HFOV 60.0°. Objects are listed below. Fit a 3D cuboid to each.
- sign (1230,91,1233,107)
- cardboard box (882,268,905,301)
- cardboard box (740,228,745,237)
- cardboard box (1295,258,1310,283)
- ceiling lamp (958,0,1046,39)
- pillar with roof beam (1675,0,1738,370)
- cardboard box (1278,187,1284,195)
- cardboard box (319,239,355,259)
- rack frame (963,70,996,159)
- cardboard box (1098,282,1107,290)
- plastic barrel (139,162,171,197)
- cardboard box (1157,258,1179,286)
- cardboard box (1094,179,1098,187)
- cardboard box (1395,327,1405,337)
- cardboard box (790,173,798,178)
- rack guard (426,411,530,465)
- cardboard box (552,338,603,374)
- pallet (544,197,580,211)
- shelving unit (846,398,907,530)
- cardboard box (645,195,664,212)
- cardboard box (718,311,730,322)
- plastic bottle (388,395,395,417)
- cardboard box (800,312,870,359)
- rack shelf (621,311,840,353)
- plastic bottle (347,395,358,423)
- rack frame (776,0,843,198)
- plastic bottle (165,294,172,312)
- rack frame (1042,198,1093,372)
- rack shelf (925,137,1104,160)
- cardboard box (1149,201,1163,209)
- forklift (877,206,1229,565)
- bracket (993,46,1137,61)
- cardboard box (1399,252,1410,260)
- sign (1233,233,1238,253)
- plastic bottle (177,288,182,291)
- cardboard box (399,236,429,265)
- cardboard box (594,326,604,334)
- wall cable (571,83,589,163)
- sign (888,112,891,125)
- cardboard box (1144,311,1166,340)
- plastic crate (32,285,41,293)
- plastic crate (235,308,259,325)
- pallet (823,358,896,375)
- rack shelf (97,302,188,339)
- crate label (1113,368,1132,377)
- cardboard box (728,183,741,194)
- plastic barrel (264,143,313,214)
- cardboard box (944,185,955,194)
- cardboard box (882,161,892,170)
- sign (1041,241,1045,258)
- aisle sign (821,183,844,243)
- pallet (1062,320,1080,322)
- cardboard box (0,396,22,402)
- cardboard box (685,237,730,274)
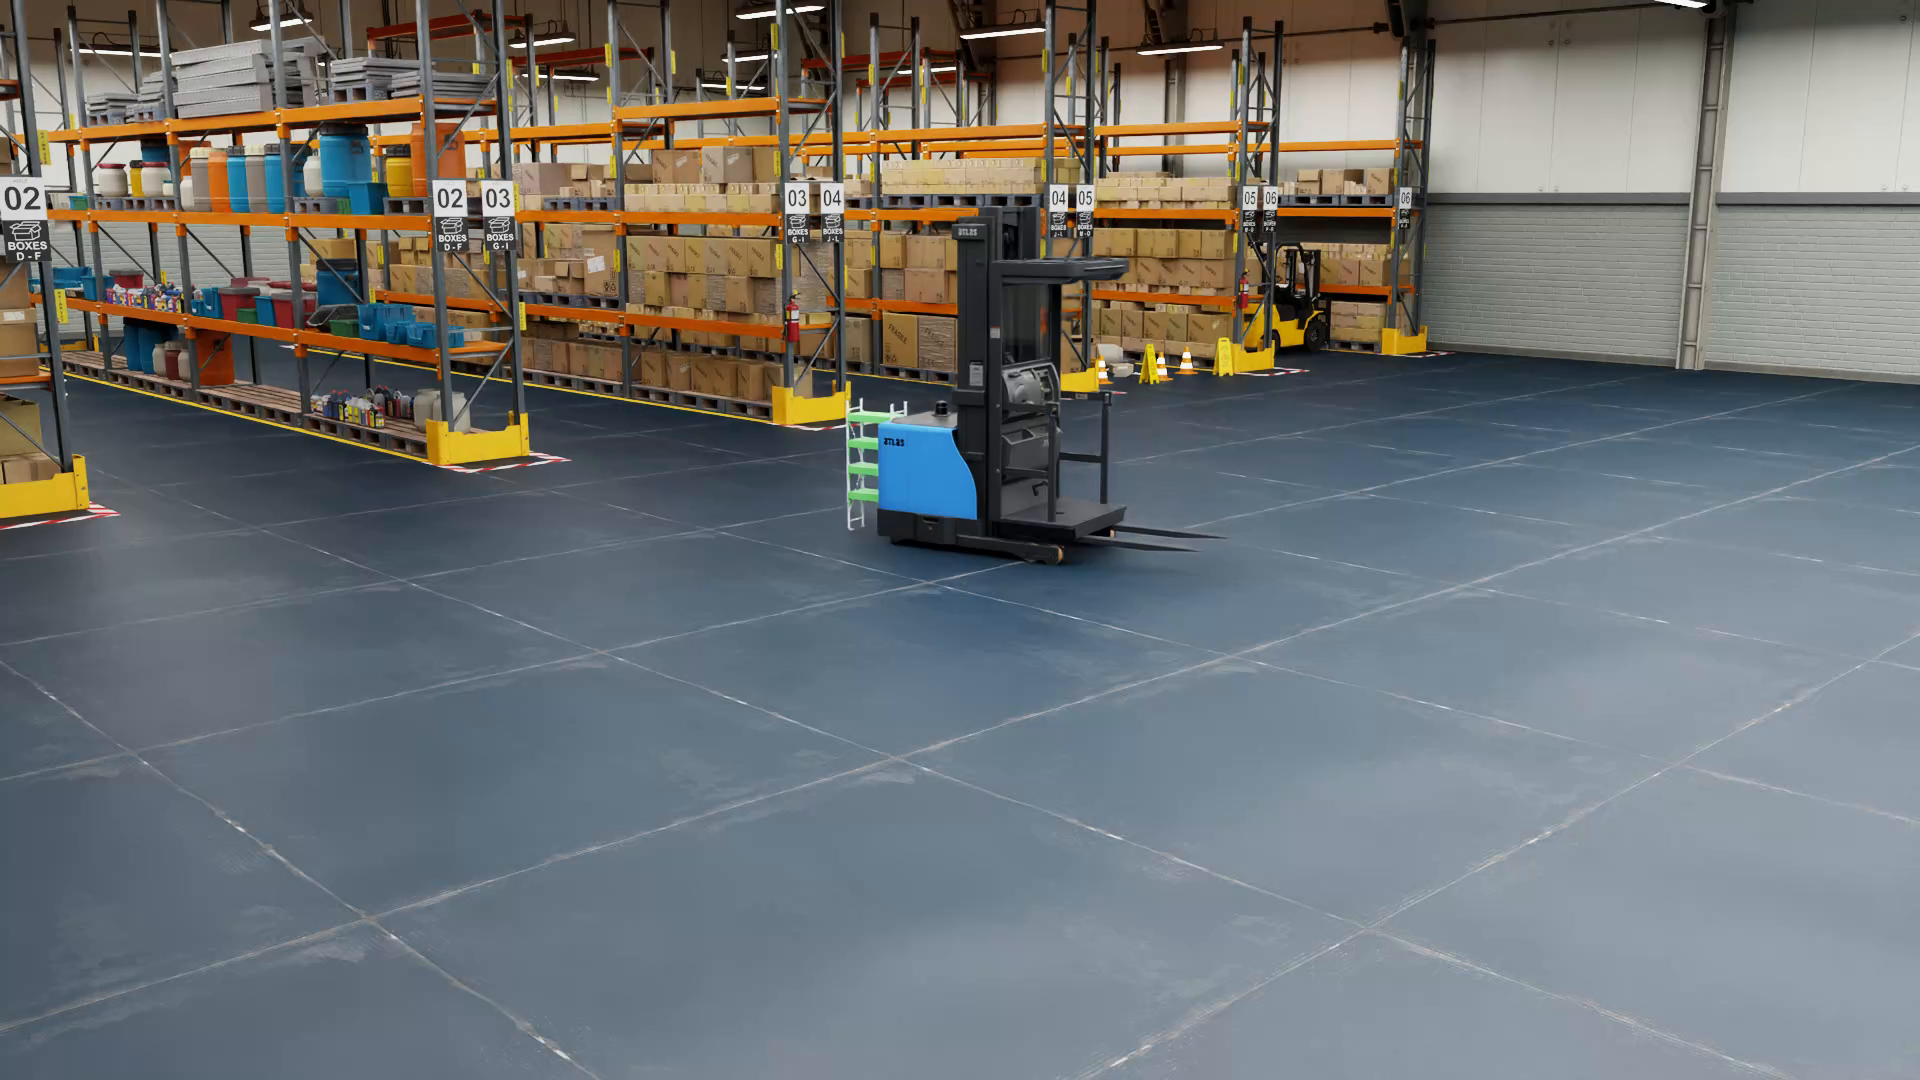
[{"bbox_3d":[5.625,-9.128,34.407,0.100,0.325,0.005,-11,16,-43],"label":"sign"},{"bbox_3d":[-0.825,-4.396,28.442,0.875,0.550,0.550,-11,16,-43],"label":"cardboard box"},{"bbox_3d":[-5.017,-7.111,39.266,0.500,0.500,0.500,-11,16,-43],"label":"cardboard box"},{"bbox_3d":[7.181,-5.495,33.902,0.500,0.500,0.500,-11,16,-42],"label":"cardboard box"},{"bbox_3d":[0.935,-10.552,29.363,0.800,3.185,2.000,-11,16,-43],"label":"ceiling lamp"},{"bbox_3d":[9.973,-6.877,25.992,9.100,9.000,0.548,-11,16,-43],"label":"pillar with roof beam"},{"bbox_3d":[6.630,-7.152,34.092,0.380,0.149,0.250,-10,15,-41],"label":"cardboard box"},{"bbox_3d":[-12.189,-5.633,32.597,0.500,0.500,0.500,11,16,44],"label":"cardboard box"},{"bbox_3d":[0.485,-9.877,40.551,1.000,3.000,0.127,-11,16,-43],"label":"rack frame"},{"bbox_3d":[2.825,-4.801,31.404,0.380,0.149,0.250,-11,16,-43],"label":"cardboard box"},{"bbox_3d":[-12.423,-5.571,25.706,0.433,0.535,0.433,0,12,0],"label":"plastic barrel"},{"bbox_3d":[3.925,-4.878,30.169,0.500,0.500,0.500,-11,16,-43],"label":"cardboard box"},{"bbox_3d":[2.604,-6.690,31.164,0.380,0.149,0.250,-10,15,-41],"label":"cardboard box"},{"bbox_3d":[8.574,-4.145,33.372,0.500,0.250,0.500,-11,16,-42],"label":"cardboard box"},{"bbox_3d":[-4.057,-8.213,38.365,0.797,0.503,0.637,-9,15,-38],"label":"cardboard box"},{"bbox_3d":[-5.652,-1.204,19.518,1.175,0.500,0.348,-11,16,-43],"label":"rack guard"},{"bbox_3d":[-6.242,-3.017,27.226,0.700,0.500,0.500,-9,15,-38],"label":"cardboard box"},{"bbox_3d":[-5.813,-5.331,26.385,1.213,0.211,1.003,-11,16,-43],"label":"pallet"},{"bbox_3d":[-0.759,-0.674,15.207,0.503,1.200,0.258,7,14,31],"label":"shelving unit"},{"bbox_3d":[-4.251,-4.916,24.276,0.500,0.250,0.500,-11,16,-43],"label":"cardboard box"},{"bbox_3d":[-3.204,-3.184,23.555,0.380,0.149,0.250,-11,16,-43],"label":"cardboard box"},{"bbox_3d":[-7.375,-1.746,21.593,0.061,0.283,0.133,-11,16,-43],"label":"plastic bottle"},{"bbox_3d":[-2.246,-3.698,29.960,1.050,0.750,0.750,-11,16,-43],"label":"cardboard box"},{"bbox_3d":[-3.364,-3.054,24.083,1.077,0.370,4.000,-11,16,-43],"label":"rack shelf"},{"bbox_3d":[-7.647,-1.661,21.012,0.144,0.351,0.185,-11,16,-43],"label":"plastic bottle"},{"bbox_3d":[-1.983,-6.052,21.988,1.000,3.000,0.127,-11,16,-43],"label":"rack frame"},{"bbox_3d":[-12.038,-3.610,25.317,0.097,0.271,0.097,0,12,0],"label":"plastic bottle"},{"bbox_3d":[1.674,-3.791,25.877,1.000,3.000,0.127,-11,16,-43],"label":"rack frame"},{"bbox_3d":[1.041,-7.761,33.054,1.077,0.370,4.000,-11,16,-43],"label":"rack shelf"},{"bbox_3d":[3.643,-6.072,30.140,0.380,0.149,0.250,-11,16,-43],"label":"cardboard box"},{"bbox_3d":[0.791,-1.346,14.183,3.031,2.935,1.130,7,14,30],"label":"forklift"},{"bbox_3d":[2.477,-11.379,38.920,0.076,0.066,4.783,-11,16,-43],"label":"bracket"},{"bbox_3d":[8.725,-5.640,32.997,0.250,0.149,0.380,11,16,44],"label":"cardboard box"},{"bbox_3d":[4.769,-5.143,28.786,0.100,0.325,0.005,-11,16,-43],"label":"sign"},{"bbox_3d":[-12.653,-3.956,26.985,0.152,0.276,0.135,-11,16,-43],"label":"plastic bottle"},{"bbox_3d":[-9.823,-5.314,30.536,0.637,0.503,0.797,11,16,44],"label":"cardboard box"},{"bbox_3d":[-7.479,-4.440,35.054,0.250,0.149,0.380,11,16,43],"label":"cardboard box"},{"bbox_3d":[-9.997,-10.559,43.864,0.463,3.000,0.029,-11,16,-43],"label":"wall cable"},{"bbox_3d":[-1.862,-11.070,43.636,0.100,0.325,0.005,-11,16,-43],"label":"sign"},{"bbox_3d":[3.736,-3.952,30.577,0.500,0.500,0.500,11,16,44],"label":"cardboard box"},{"bbox_3d":[-16.521,-4.519,29.917,0.250,0.136,0.298,-11,16,-43],"label":"plastic crate"},{"bbox_3d":[-9.735,-3.119,23.141,0.450,0.188,0.662,-11,16,-43],"label":"plastic crate"},{"bbox_3d":[-1.676,-3.111,29.487,1.003,0.211,1.213,-11,16,-43],"label":"pallet"},{"bbox_3d":[-12.471,-3.531,26.400,1.077,0.370,4.000,-11,16,-43],"label":"rack shelf"},{"bbox_3d":[2.798,-2.878,28.541,0.298,0.136,0.250,3,12,16],"label":"crate label"},{"bbox_3d":[-2.954,-4.814,22.796,0.380,0.149,0.250,-11,16,-42],"label":"cardboard box"},{"bbox_3d":[-8.836,-4.766,21.937,0.600,0.901,0.708,-11,16,-43],"label":"plastic barrel"},{"bbox_3d":[-0.032,-5.653,26.815,0.380,0.149,0.250,-11,16,-42],"label":"cardboard box"},{"bbox_3d":[-1.083,-6.265,27.812,0.380,0.149,0.250,-11,16,-42],"label":"cardboard box"},{"bbox_3d":[1.272,-4.400,25.379,0.100,0.325,0.005,-11,16,-43],"label":"sign"},{"bbox_3d":[-1.723,-4.420,22.490,0.394,0.787,0.004,-11,16,-43],"label":"aisle sign"},{"bbox_3d":[2.759,-5.103,39.159,1.003,0.211,1.213,-11,16,-43],"label":"pallet"},{"bbox_3d":[-10.061,-1.214,17.284,0.500,0.500,0.500,-11,16,-43],"label":"cardboard box"},{"bbox_3d":[-3.574,-4.064,23.741,0.500,0.500,0.500,-11,16,-43],"label":"cardboard box"}]
